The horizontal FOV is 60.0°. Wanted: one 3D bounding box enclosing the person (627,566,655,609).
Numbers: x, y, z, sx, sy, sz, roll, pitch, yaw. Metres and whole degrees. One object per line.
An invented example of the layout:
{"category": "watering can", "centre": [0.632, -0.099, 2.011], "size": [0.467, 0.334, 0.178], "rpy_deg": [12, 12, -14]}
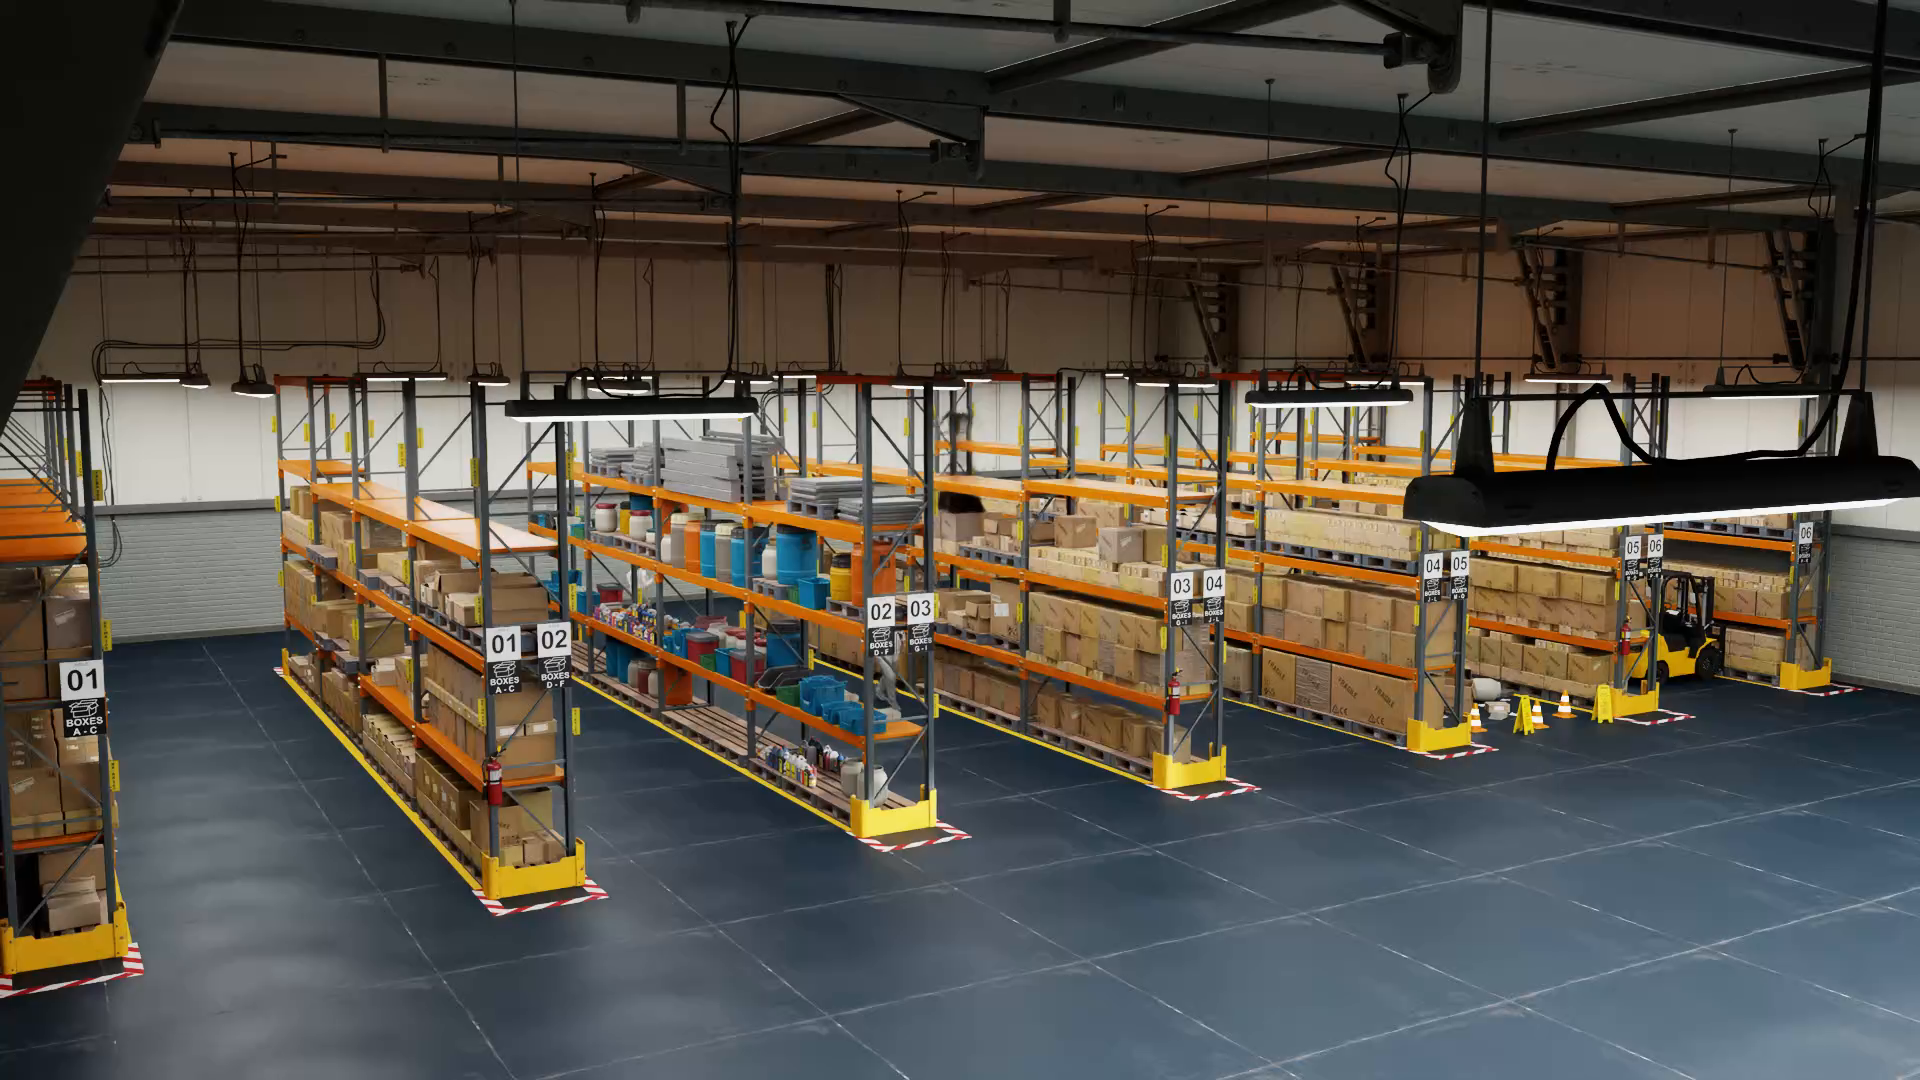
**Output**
{"category": "person", "centre": [-7.476, 1.292, 38.572], "size": [0.830, 1.747, 0.595], "rpy_deg": [-2, 7, -20]}

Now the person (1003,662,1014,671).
{"category": "person", "centre": [1.113, 1.955, 33.048], "size": [0.562, 1.569, 0.677], "rpy_deg": [-4, 8, -35]}

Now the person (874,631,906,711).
{"category": "person", "centre": [-1.320, 2.172, 30.238], "size": [0.673, 1.785, 0.901], "rpy_deg": [-4, 8, -35]}

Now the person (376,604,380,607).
{"category": "person", "centre": [-12.066, 1.694, 34.520], "size": [0.771, 1.762, 0.655], "rpy_deg": [3, 7, 28]}
